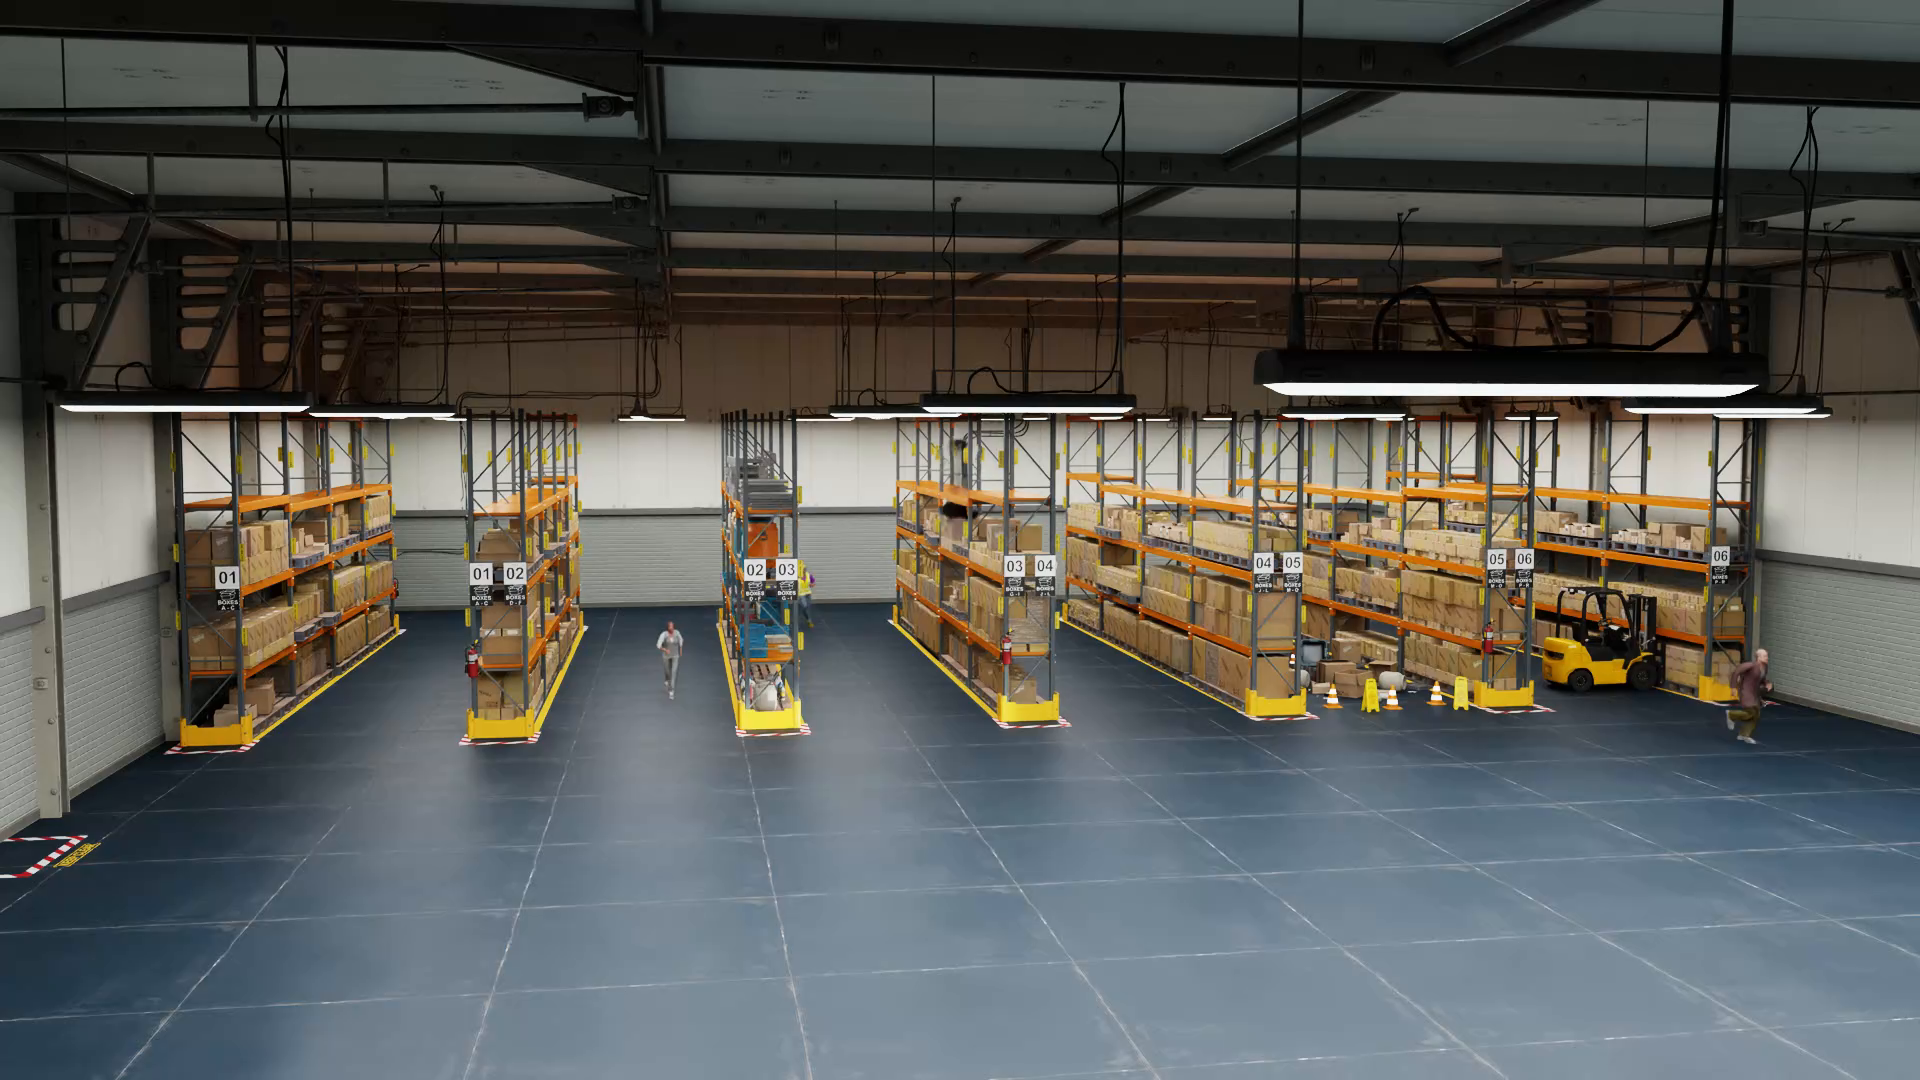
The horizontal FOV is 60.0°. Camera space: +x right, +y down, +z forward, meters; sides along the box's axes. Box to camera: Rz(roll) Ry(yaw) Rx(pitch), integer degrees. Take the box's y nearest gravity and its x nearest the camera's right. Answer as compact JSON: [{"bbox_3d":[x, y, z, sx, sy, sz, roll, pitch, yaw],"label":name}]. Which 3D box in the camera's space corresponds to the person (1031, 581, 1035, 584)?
[{"bbox_3d":[2.009,1.429,48.906,0.613,1.678,0.821,1,4,10],"label":"person"}]

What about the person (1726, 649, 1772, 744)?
[{"bbox_3d":[14.214,2.798,29.972,0.701,1.711,0.793,-3,5,-34],"label":"person"}]

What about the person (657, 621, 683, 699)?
[{"bbox_3d":[-6.107,2.486,35.033,0.564,1.592,0.921,-1,4,-19],"label":"person"}]

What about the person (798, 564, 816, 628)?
[{"bbox_3d":[-4.418,1.565,46.935,0.742,1.795,0.876,-2,4,-26],"label":"person"}]
